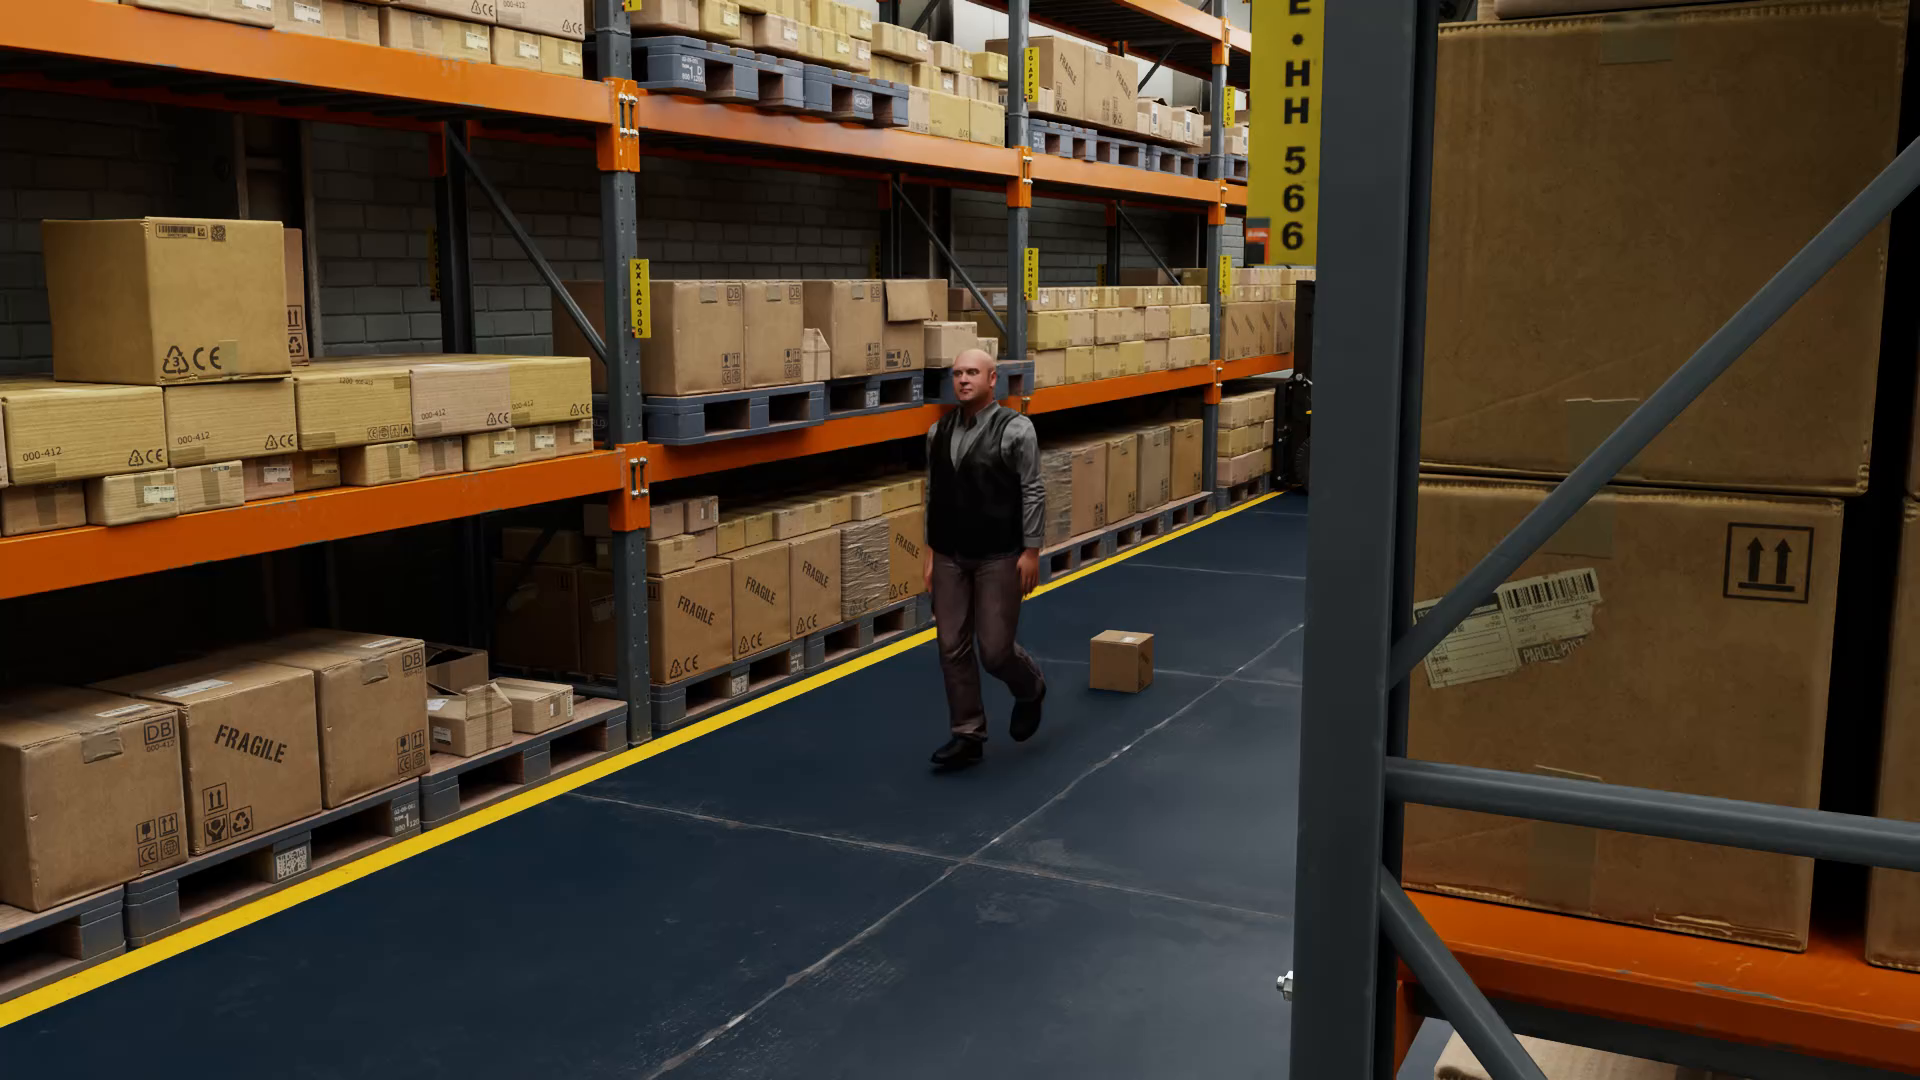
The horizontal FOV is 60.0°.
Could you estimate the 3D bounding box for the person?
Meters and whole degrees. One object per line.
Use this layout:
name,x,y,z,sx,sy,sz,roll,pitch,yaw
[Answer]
person,0.114,0.063,6.911,0.547,1.709,0.597,6,11,31
